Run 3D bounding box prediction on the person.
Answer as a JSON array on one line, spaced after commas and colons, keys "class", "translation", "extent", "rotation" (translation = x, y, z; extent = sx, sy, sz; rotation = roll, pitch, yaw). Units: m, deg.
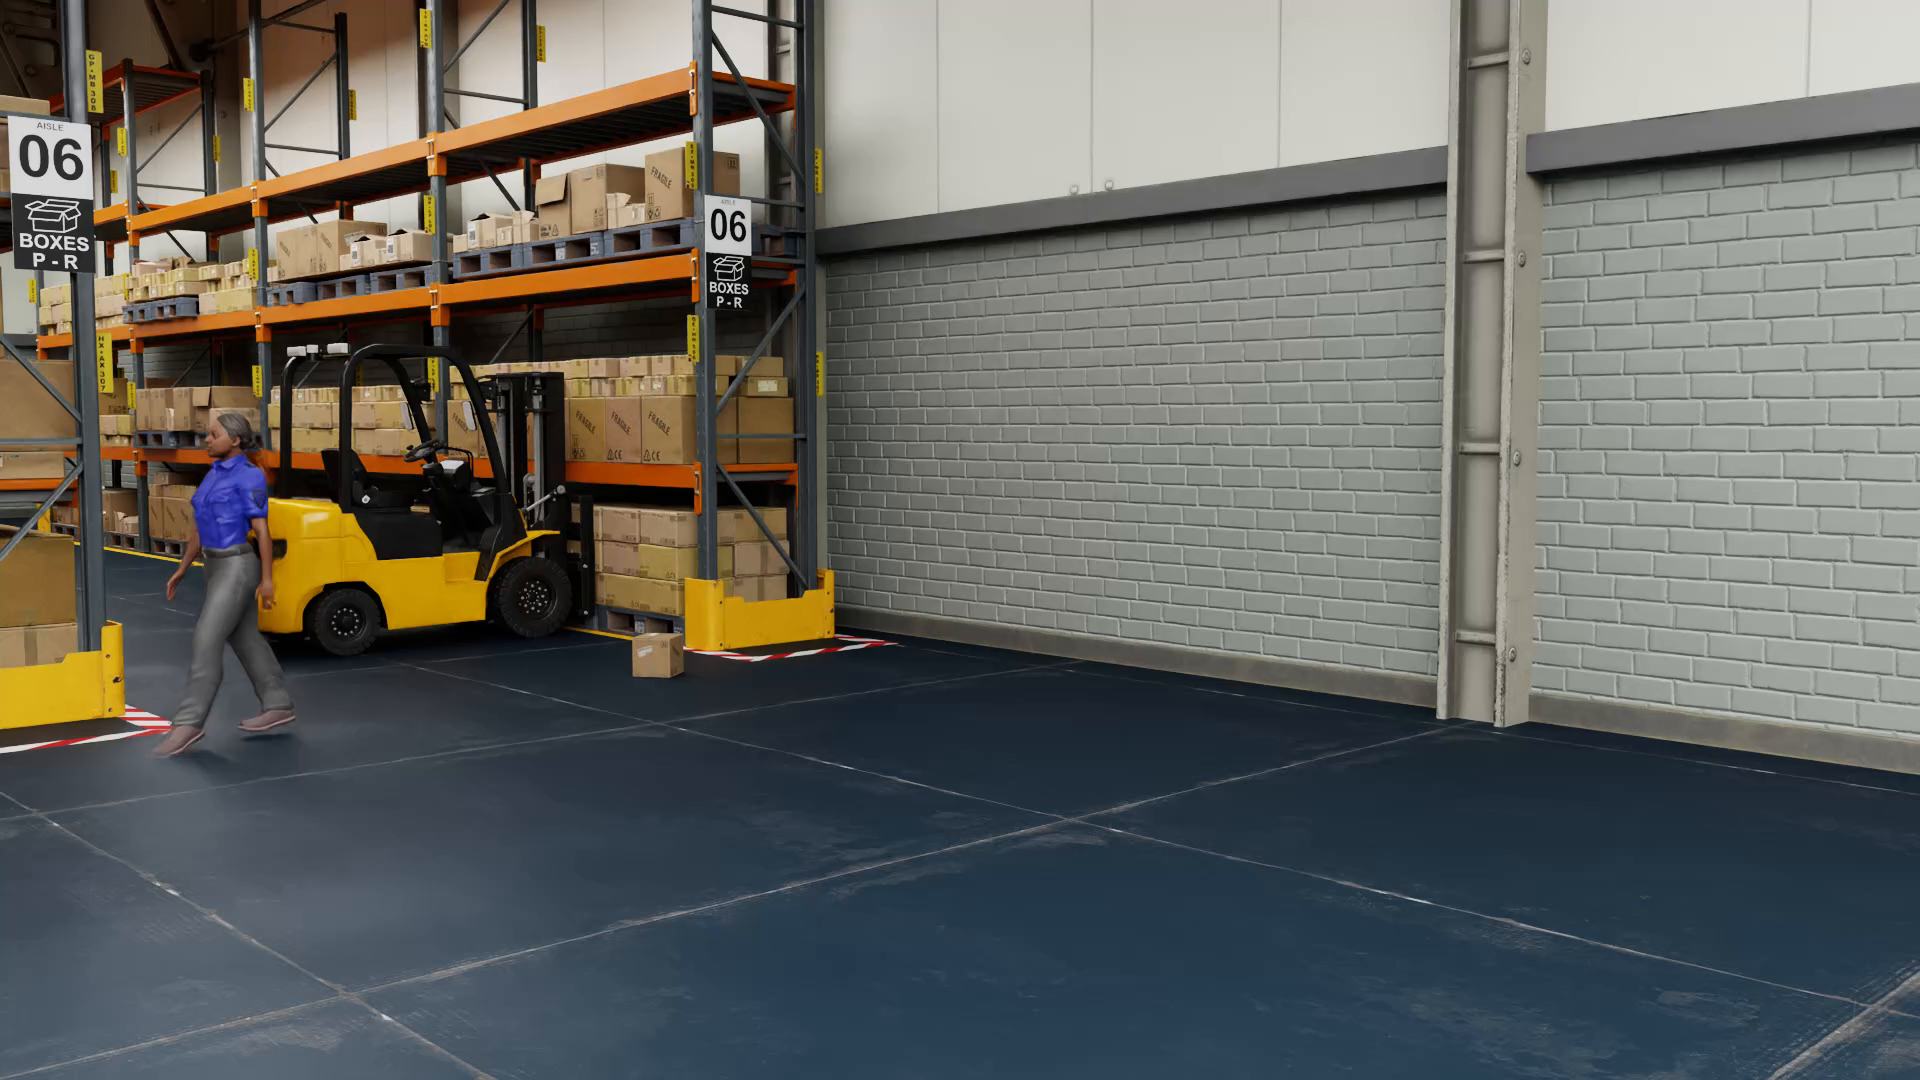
[{"class": "person", "translation": [-3.724, 0.200, 8.313], "extent": [0.486, 1.671, 0.792], "rotation": [4, 6, 43]}]
